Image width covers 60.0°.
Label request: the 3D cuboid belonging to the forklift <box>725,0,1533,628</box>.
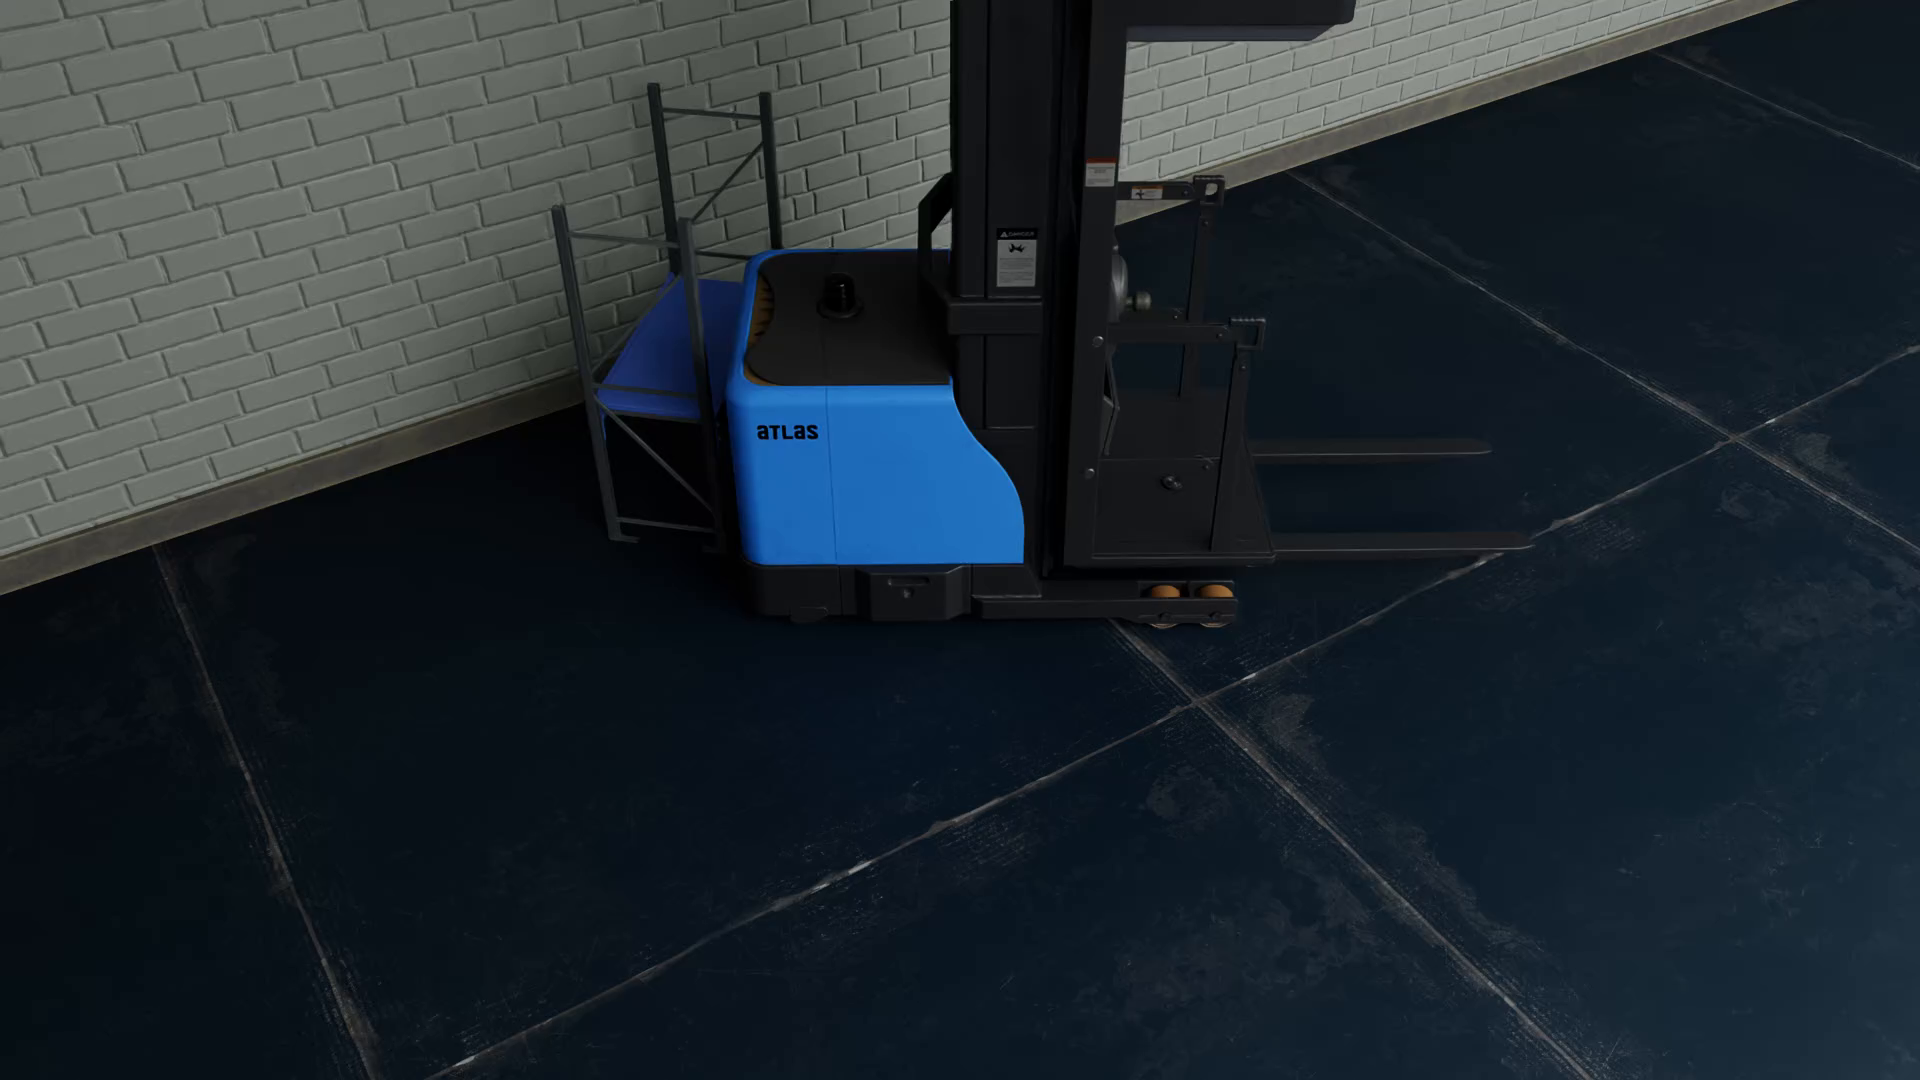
[{"bbox_3d":[0.681,-1.132,5.819,3.031,2.935,1.130,0,40,-1],"label":"forklift"}]

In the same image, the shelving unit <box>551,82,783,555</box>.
[{"bbox_3d":[-1.082,-0.876,6.629,0.538,1.500,1.048,7,40,8],"label":"shelving unit"}]

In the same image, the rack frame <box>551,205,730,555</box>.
[{"bbox_3d":[-1.177,-0.556,6.246,0.500,1.500,0.032,7,40,8],"label":"rack frame"}]

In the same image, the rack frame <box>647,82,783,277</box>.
[{"bbox_3d":[-0.987,-1.196,7.013,0.500,1.500,0.032,7,40,8],"label":"rack frame"}]

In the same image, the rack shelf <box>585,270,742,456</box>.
[{"bbox_3d":[-1.082,-0.738,6.744,0.538,0.185,1.000,7,40,8],"label":"rack shelf"}]
